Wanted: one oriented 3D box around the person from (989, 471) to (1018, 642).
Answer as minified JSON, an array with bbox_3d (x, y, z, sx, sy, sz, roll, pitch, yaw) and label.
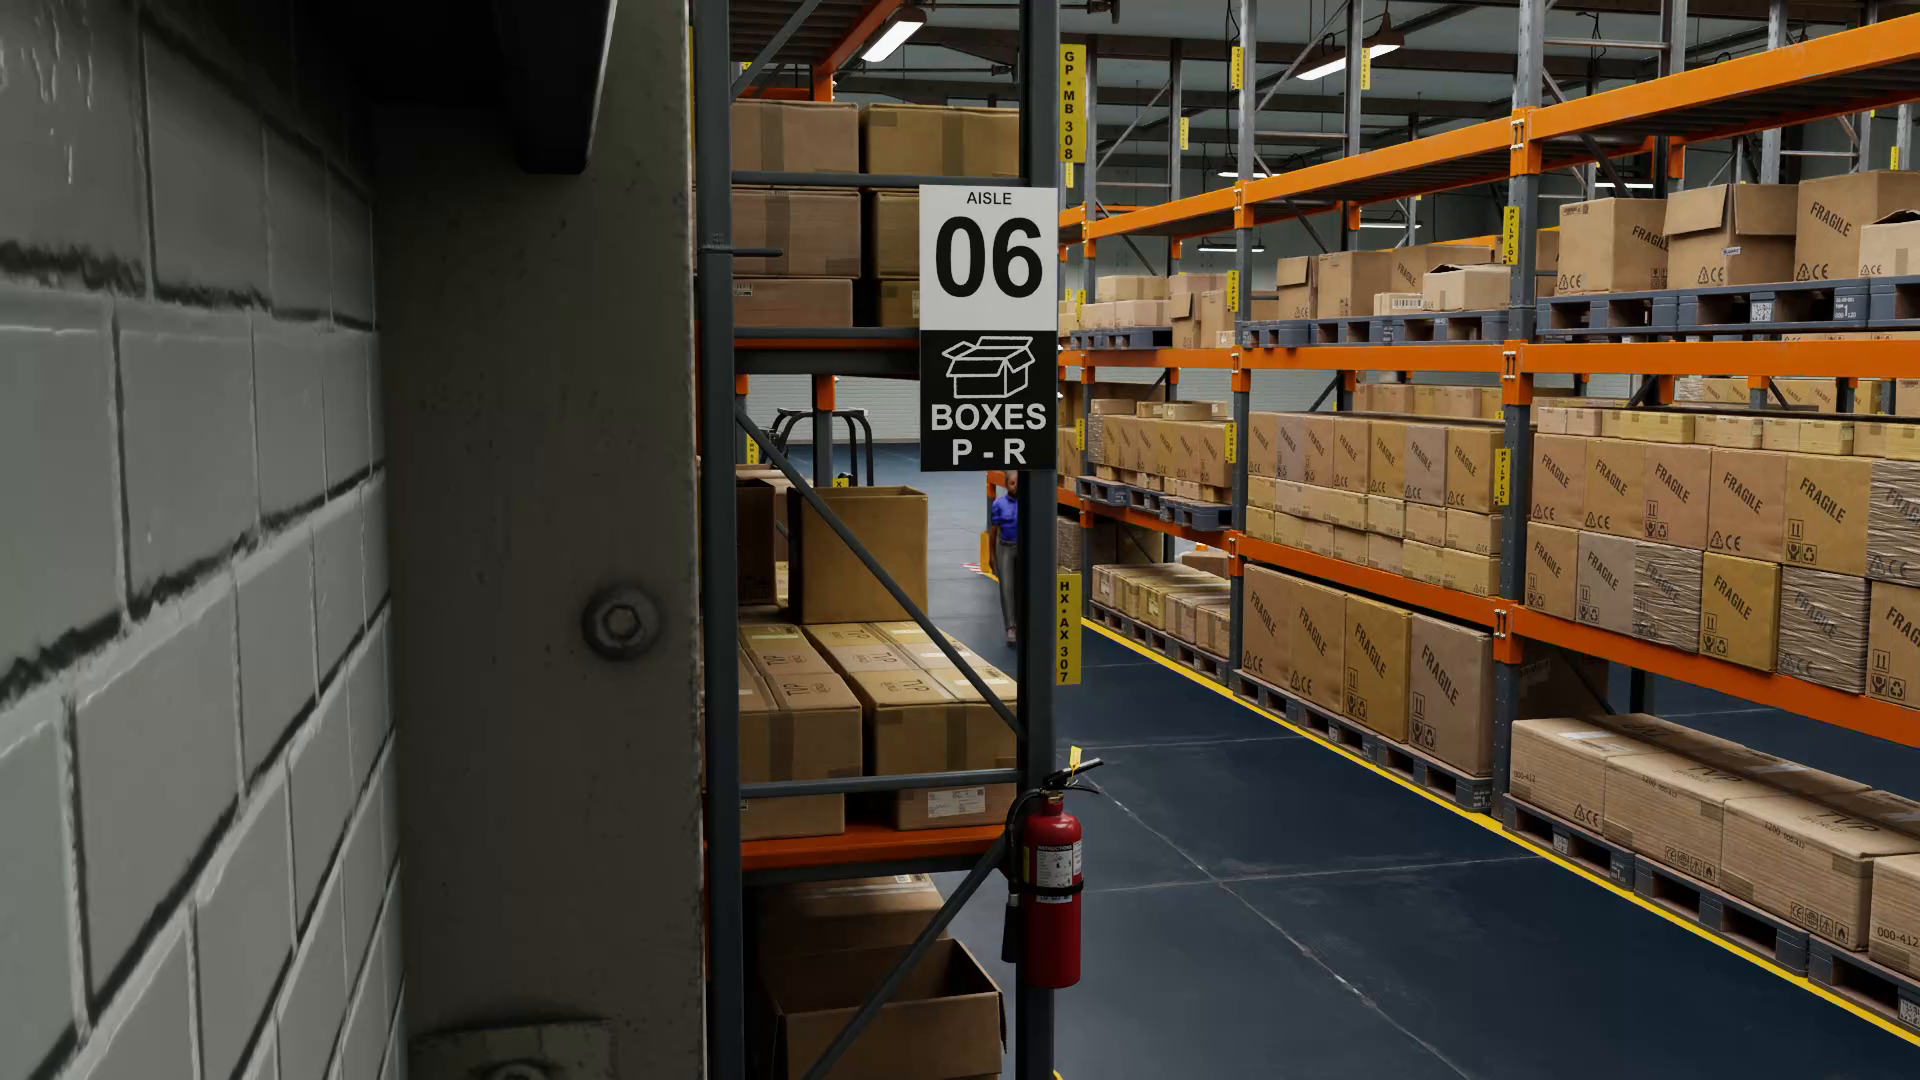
[{"bbox_3d":[0.547,0.134,16.082,0.468,1.599,0.992,-1,6,-12],"label":"person"}]
